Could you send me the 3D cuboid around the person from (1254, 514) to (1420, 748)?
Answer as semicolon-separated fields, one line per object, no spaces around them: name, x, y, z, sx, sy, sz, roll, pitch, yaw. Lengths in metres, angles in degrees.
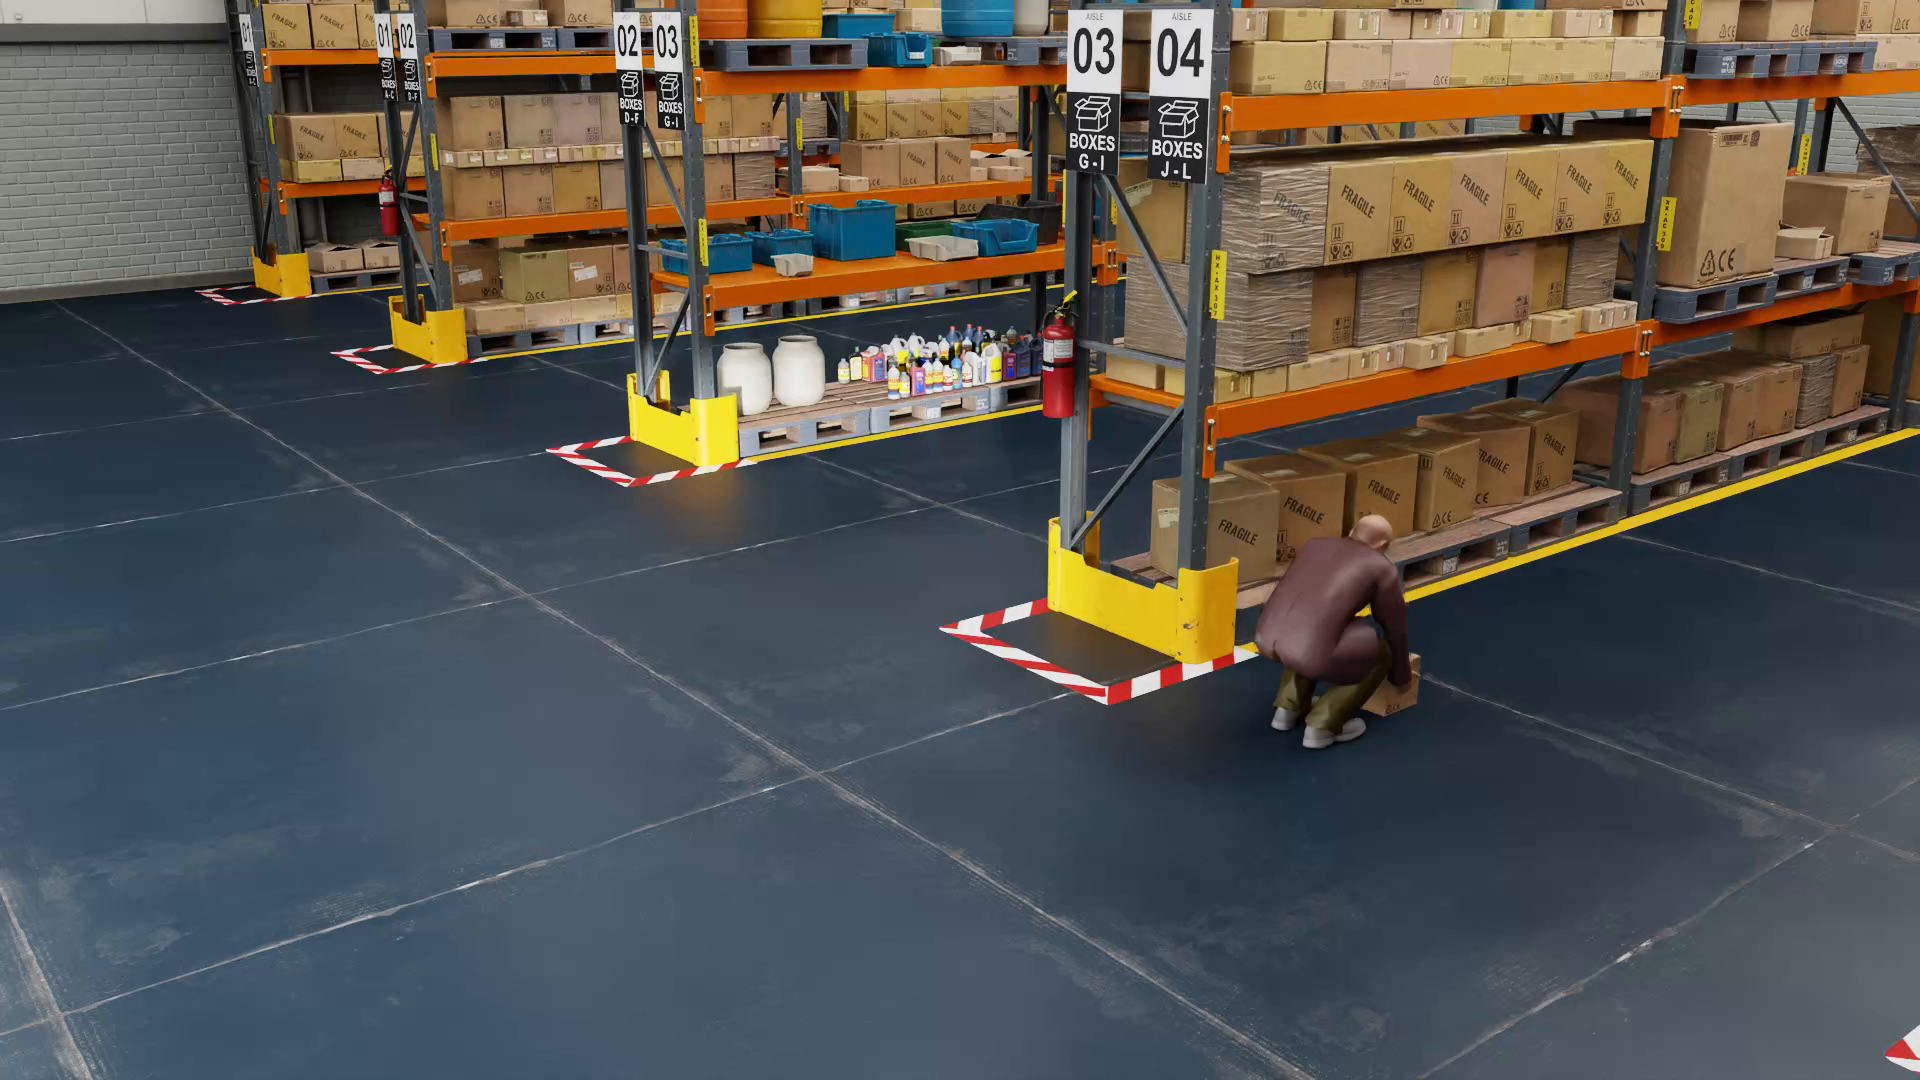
person;1.722;0.406;7.672;0.909;0.947;0.609;-14;22;-37
